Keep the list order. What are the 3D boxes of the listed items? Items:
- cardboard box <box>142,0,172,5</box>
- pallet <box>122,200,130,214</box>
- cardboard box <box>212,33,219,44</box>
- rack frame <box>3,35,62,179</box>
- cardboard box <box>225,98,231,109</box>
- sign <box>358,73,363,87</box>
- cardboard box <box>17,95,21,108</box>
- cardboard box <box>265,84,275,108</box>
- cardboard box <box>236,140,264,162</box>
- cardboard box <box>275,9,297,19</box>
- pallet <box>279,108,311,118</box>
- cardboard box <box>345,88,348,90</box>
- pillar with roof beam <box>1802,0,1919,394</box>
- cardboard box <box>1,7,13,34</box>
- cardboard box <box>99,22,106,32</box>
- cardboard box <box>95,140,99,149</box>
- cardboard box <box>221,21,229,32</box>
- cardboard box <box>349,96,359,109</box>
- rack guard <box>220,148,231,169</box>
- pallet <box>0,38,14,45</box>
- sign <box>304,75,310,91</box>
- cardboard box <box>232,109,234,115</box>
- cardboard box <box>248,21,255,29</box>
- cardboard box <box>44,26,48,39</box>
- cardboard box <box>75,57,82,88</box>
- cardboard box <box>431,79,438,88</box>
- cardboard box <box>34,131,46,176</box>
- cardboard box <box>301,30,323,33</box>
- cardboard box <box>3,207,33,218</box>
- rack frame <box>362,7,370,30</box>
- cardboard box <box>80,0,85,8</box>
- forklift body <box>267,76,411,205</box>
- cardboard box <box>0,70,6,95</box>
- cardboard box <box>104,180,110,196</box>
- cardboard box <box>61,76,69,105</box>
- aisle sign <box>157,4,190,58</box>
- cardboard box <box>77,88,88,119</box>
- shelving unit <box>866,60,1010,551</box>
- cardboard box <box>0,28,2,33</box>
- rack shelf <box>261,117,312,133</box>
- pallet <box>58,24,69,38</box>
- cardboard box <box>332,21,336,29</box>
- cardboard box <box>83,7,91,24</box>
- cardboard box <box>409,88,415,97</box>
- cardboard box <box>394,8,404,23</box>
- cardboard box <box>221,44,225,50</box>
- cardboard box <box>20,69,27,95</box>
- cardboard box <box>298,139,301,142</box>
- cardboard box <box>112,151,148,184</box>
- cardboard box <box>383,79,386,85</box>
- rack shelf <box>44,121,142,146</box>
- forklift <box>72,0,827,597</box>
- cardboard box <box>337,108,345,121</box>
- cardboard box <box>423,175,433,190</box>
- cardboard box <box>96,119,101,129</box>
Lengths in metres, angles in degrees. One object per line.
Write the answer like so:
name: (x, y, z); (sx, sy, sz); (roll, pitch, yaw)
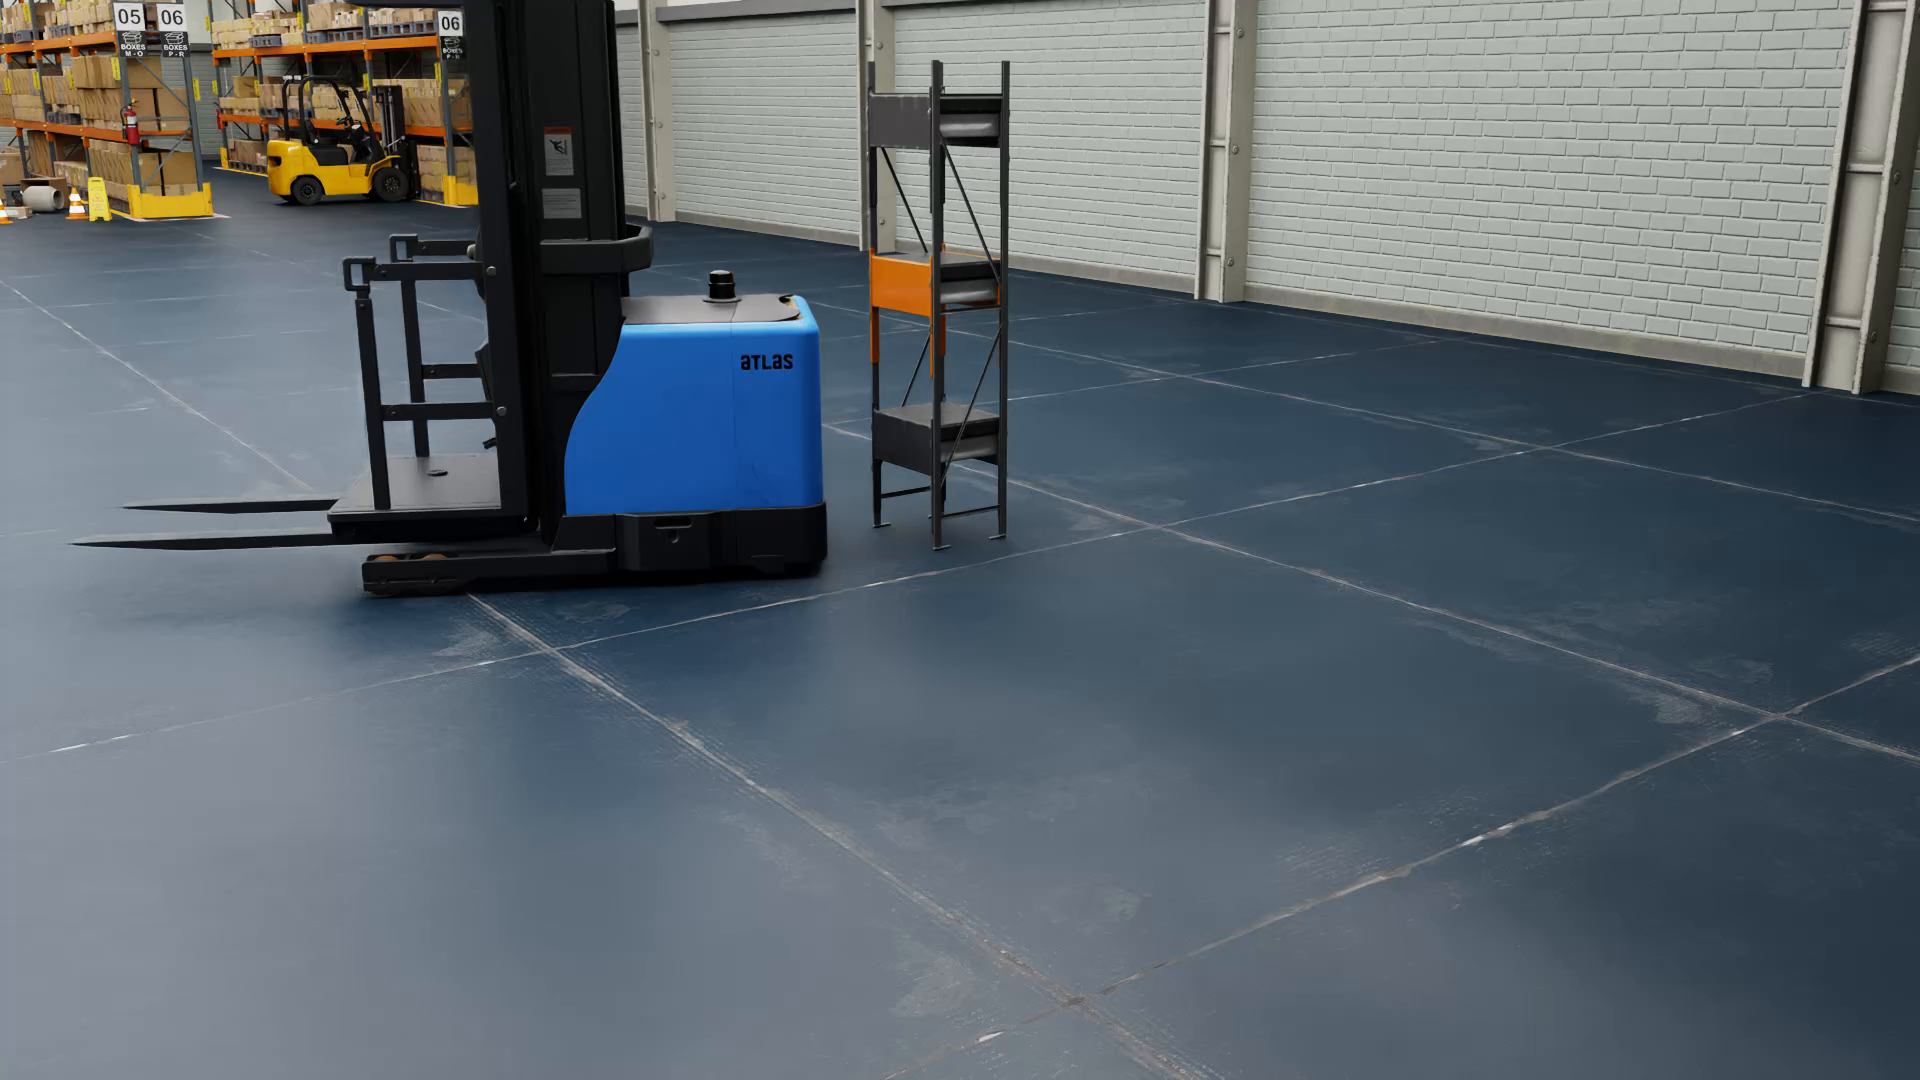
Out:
cardboard box: (-12.452, -8.373, 25.769); (0.380, 0.149, 0.250); (-11, 19, -35)
pallet: (-12.902, -5.405, 26.925); (1.003, 0.211, 1.213); (-11, 19, -35)
cardboard box: (-17.763, -12.124, 40.228); (0.500, 0.250, 0.500); (-11, 19, -35)
rack frame: (-19.463, -9.118, 35.206); (1.000, 3.000, 0.127); (-11, 19, -35)
cardboard box: (-17.457, -10.568, 40.226); (0.500, 0.250, 0.500); (-11, 19, -34)
sign: (-12.652, -9.680, 35.068); (0.100, 0.325, 0.005); (-11, 19, -35)
cardboard box: (-19.104, -9.042, 34.266); (0.500, 0.250, 0.500); (-11, 18, -34)
cardboard box: (-15.043, -9.891, 37.047); (0.700, 0.500, 0.500); (-11, 19, -34)
cardboard box: (-17.048, -9.406, 40.200); (0.700, 0.500, 0.500); (-10, 18, -32)
cardboard box: (-15.033, -11.702, 37.112); (0.396, 0.266, 0.258); (-11, 19, -35)
pallet: (-14.246, -9.357, 36.444); (1.003, 0.211, 1.213); (-11, 19, -35)
cardboard box: (-11.903, -8.848, 32.805); (0.380, 0.149, 0.250); (-11, 19, -34)
pillar with roof beam: (2.554, -4.715, 7.759); (9.100, 9.000, 0.400); (-11, 19, -35)
cardboard box: (-19.180, -10.582, 33.890); (0.500, 0.500, 0.500); (-11, 19, -36)
cardboard box: (-13.425, -8.134, 26.406); (0.380, 0.149, 0.250); (-11, 19, -35)
cardboard box: (-14.303, -6.647, 27.943); (0.380, 0.149, 0.250); (-10, 18, -32)
cardboard box: (-17.154, -12.152, 39.383); (0.500, 0.250, 0.500); (-11, 19, -35)
cardboard box: (-11.551, -8.523, 32.372); (0.500, 0.250, 0.500); (-11, 19, -36)
rack guard: (-17.758, -9.521, 41.416); (1.175, 0.500, 0.348); (-11, 19, -35)
pallet: (-20.649, -10.958, 36.417); (1.003, 0.211, 1.213); (-11, 19, -35)
sign: (-13.532, -9.469, 34.446); (0.100, 0.325, 0.005); (-11, 19, -35)
cardboard box: (-17.362, -10.348, 40.177); (0.380, 0.149, 0.250); (-10, 18, -33)
cardboard box: (-15.630, -11.477, 37.072); (0.380, 0.149, 0.250); (-10, 18, -33)
cardboard box: (-16.914, -9.497, 31.166); (0.396, 0.266, 0.258); (-11, 19, -35)
cardboard box: (-14.394, -7.843, 27.903); (0.700, 0.500, 0.500); (-11, 19, -34)
cardboard box: (-8.946, -7.923, 28.859); (0.380, 0.149, 0.250); (-11, 19, -34)
cardboard box: (-18.497, -7.984, 34.293); (0.875, 0.875, 0.875); (-10, 18, -33)
cardboard box: (-13.502, -10.640, 34.615); (0.380, 0.149, 0.250); (-10, 18, -33)
cardboard box: (-14.812, -5.146, 26.097); (0.380, 0.149, 0.250); (-2, 15, -6)
rack frame: (-10.747, -11.074, 30.991); (1.000, 3.000, 0.127); (-11, 19, -35)
cardboard box: (-14.194, -8.787, 27.284); (0.380, 0.149, 0.250); (-12, 19, -36)
forklift body: (-10.986, -7.039, 29.219); (2.313, 2.155, 1.214); (-11, 19, -35)
cardboard box: (-20.256, -9.816, 35.673); (0.500, 0.500, 0.500); (-11, 19, -35)
cardboard box: (-13.994, -5.893, 27.837); (0.500, 0.250, 0.500); (-11, 19, -35)
cardboard box: (-15.808, -8.083, 29.879); (0.500, 0.500, 0.500); (-10, 18, -33)
aisle sign: (-12.121, -7.844, 25.628); (0.394, 0.787, 0.004); (-11, 19, -35)
cardboard box: (-14.726, -7.464, 28.411); (0.500, 0.500, 0.500); (-11, 19, -35)
shelving unit: (-0.097, -1.048, 7.428); (0.431, 2.100, 0.503); (-11, 19, -35)
cardboard box: (-20.098, -10.837, 35.076); (0.396, 0.266, 0.258); (-10, 18, -33)
rack shelf: (-14.275, -9.115, 36.559); (1.077, 0.370, 4.000); (-11, 19, -35)
pallet: (-15.036, -8.914, 29.136); (1.213, 0.211, 1.003); (-11, 19, -35)
cardboard box: (-12.092, -10.109, 32.639); (0.380, 0.149, 0.250); (-11, 19, -35)
cardboard box: (-13.829, -8.466, 26.863); (0.500, 0.250, 0.500); (-11, 19, -34)
cardboard box: (-9.599, -7.988, 29.662); (0.380, 0.149, 0.250); (-11, 19, -34)
cardboard box: (-9.687, -9.496, 29.725); (0.797, 0.503, 0.637); (-10, 18, -33)
cardboard box: (-17.427, -11.786, 39.749); (0.380, 0.149, 0.250); (-10, 18, -33)
cardboard box: (-18.514, -9.188, 33.381); (0.500, 0.500, 0.500); (-11, 19, -35)
cardboard box: (-14.164, -8.644, 36.186); (0.380, 0.149, 0.250); (-11, 19, -35)
cardboard box: (-13.399, -6.035, 26.935); (0.500, 0.500, 0.500); (-10, 18, -33)
cardboard box: (-10.558, -8.532, 31.085); (0.380, 0.149, 0.250); (-11, 19, -34)
rack shelf: (-15.936, -7.489, 30.620); (1.077, 0.370, 4.000); (-11, 19, -35)
forklift: (-2.124, -1.331, 6.886); (3.031, 2.935, 1.130); (-2, 15, -8)
cardboard box: (-12.132, -8.502, 33.240); (0.500, 0.250, 0.500); (-10, 18, -33)
cardboard box: (-9.211, -6.362, 29.550); (0.500, 0.250, 0.500); (-11, 19, -35)
cardboard box: (-14.089, -6.896, 27.567); (0.380, 0.149, 0.250); (-11, 19, -34)
